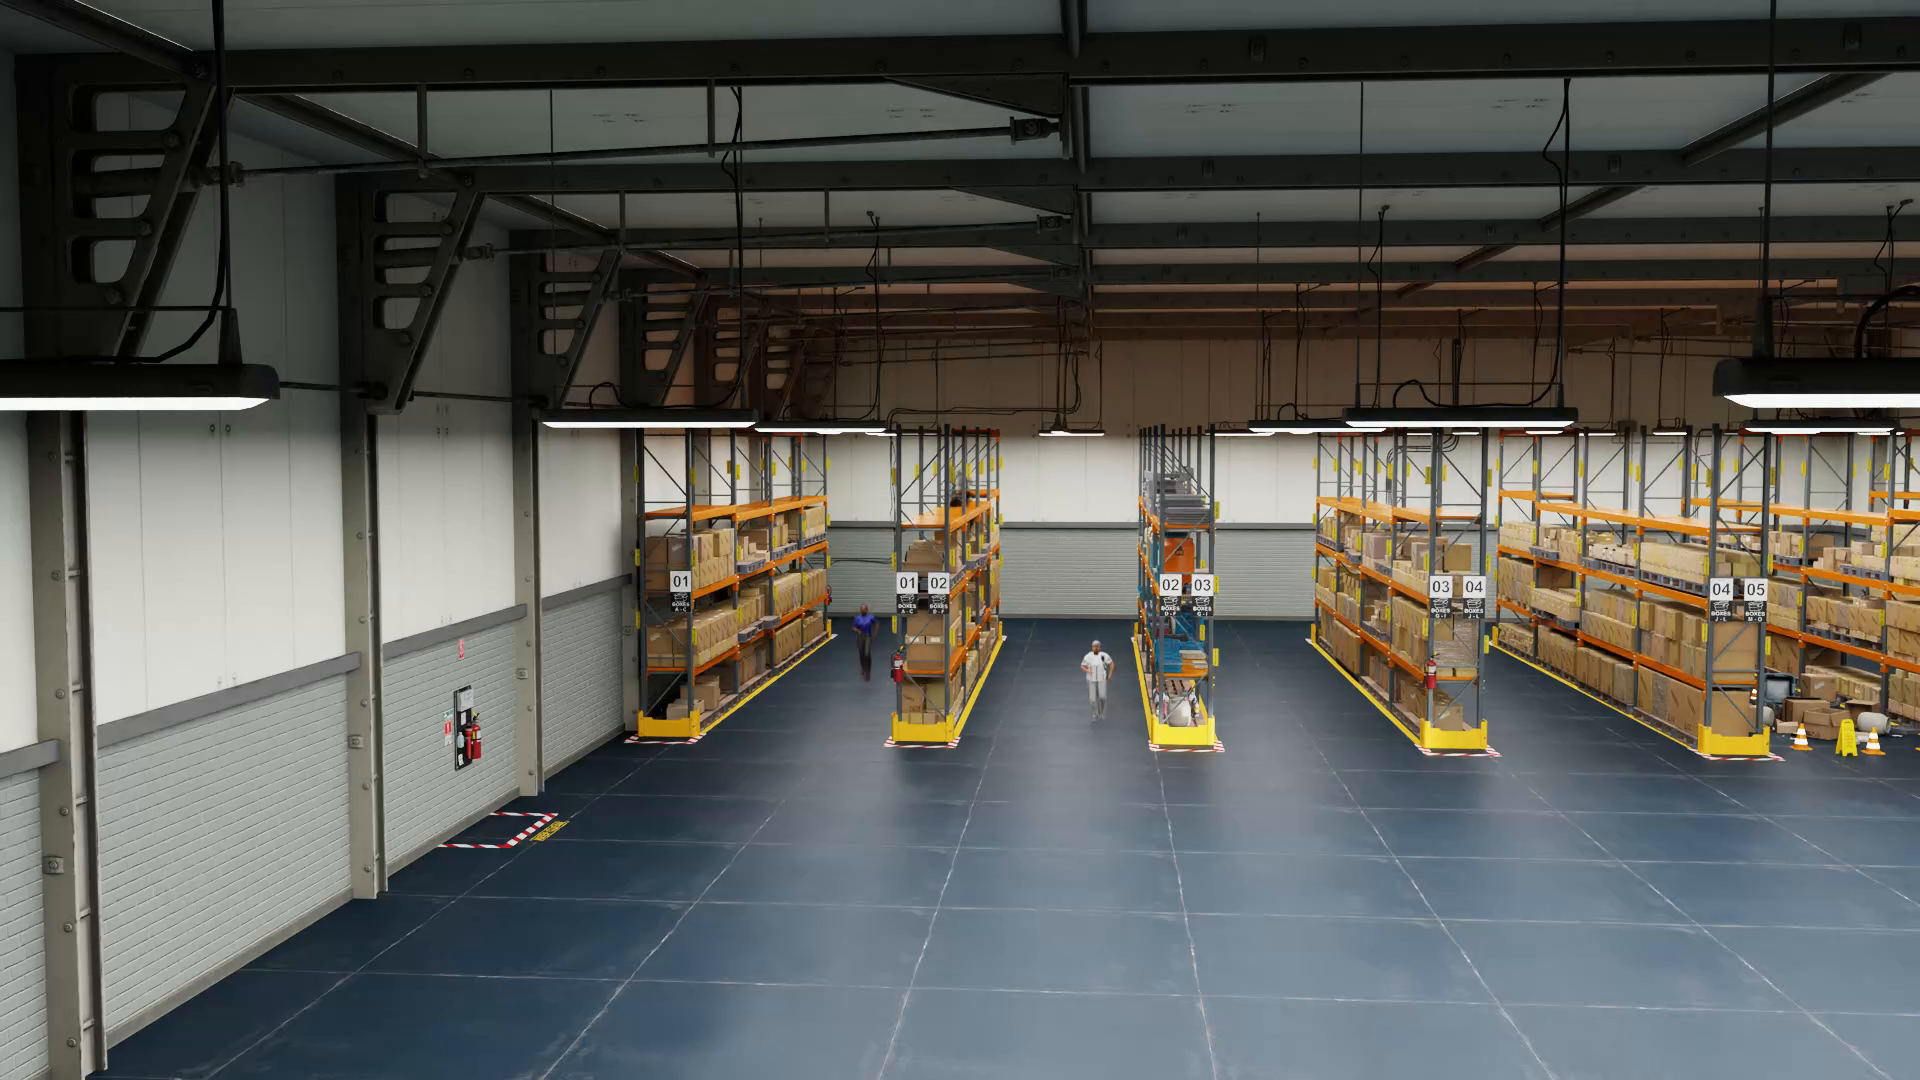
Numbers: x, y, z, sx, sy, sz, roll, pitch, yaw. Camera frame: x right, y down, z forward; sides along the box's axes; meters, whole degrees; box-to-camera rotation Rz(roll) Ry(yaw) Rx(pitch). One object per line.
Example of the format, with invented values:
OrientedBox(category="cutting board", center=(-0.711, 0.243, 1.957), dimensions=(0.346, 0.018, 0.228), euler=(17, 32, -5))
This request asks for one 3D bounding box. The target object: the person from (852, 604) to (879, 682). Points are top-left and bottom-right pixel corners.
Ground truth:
OrientedBox(category="person", center=(-2.164, 2.338, 37.852), dimensions=(0.584, 1.766, 0.700), euler=(0, 3, 5))

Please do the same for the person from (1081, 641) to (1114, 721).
OrientedBox(category="person", center=(2.761, 2.851, 33.571), dimensions=(0.657, 1.638, 0.570), euler=(0, 3, 7))

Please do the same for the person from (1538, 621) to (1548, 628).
OrientedBox(category="person", center=(16.461, 2.043, 47.132), dimensions=(0.567, 1.619, 0.578), euler=(0, 3, -3))
